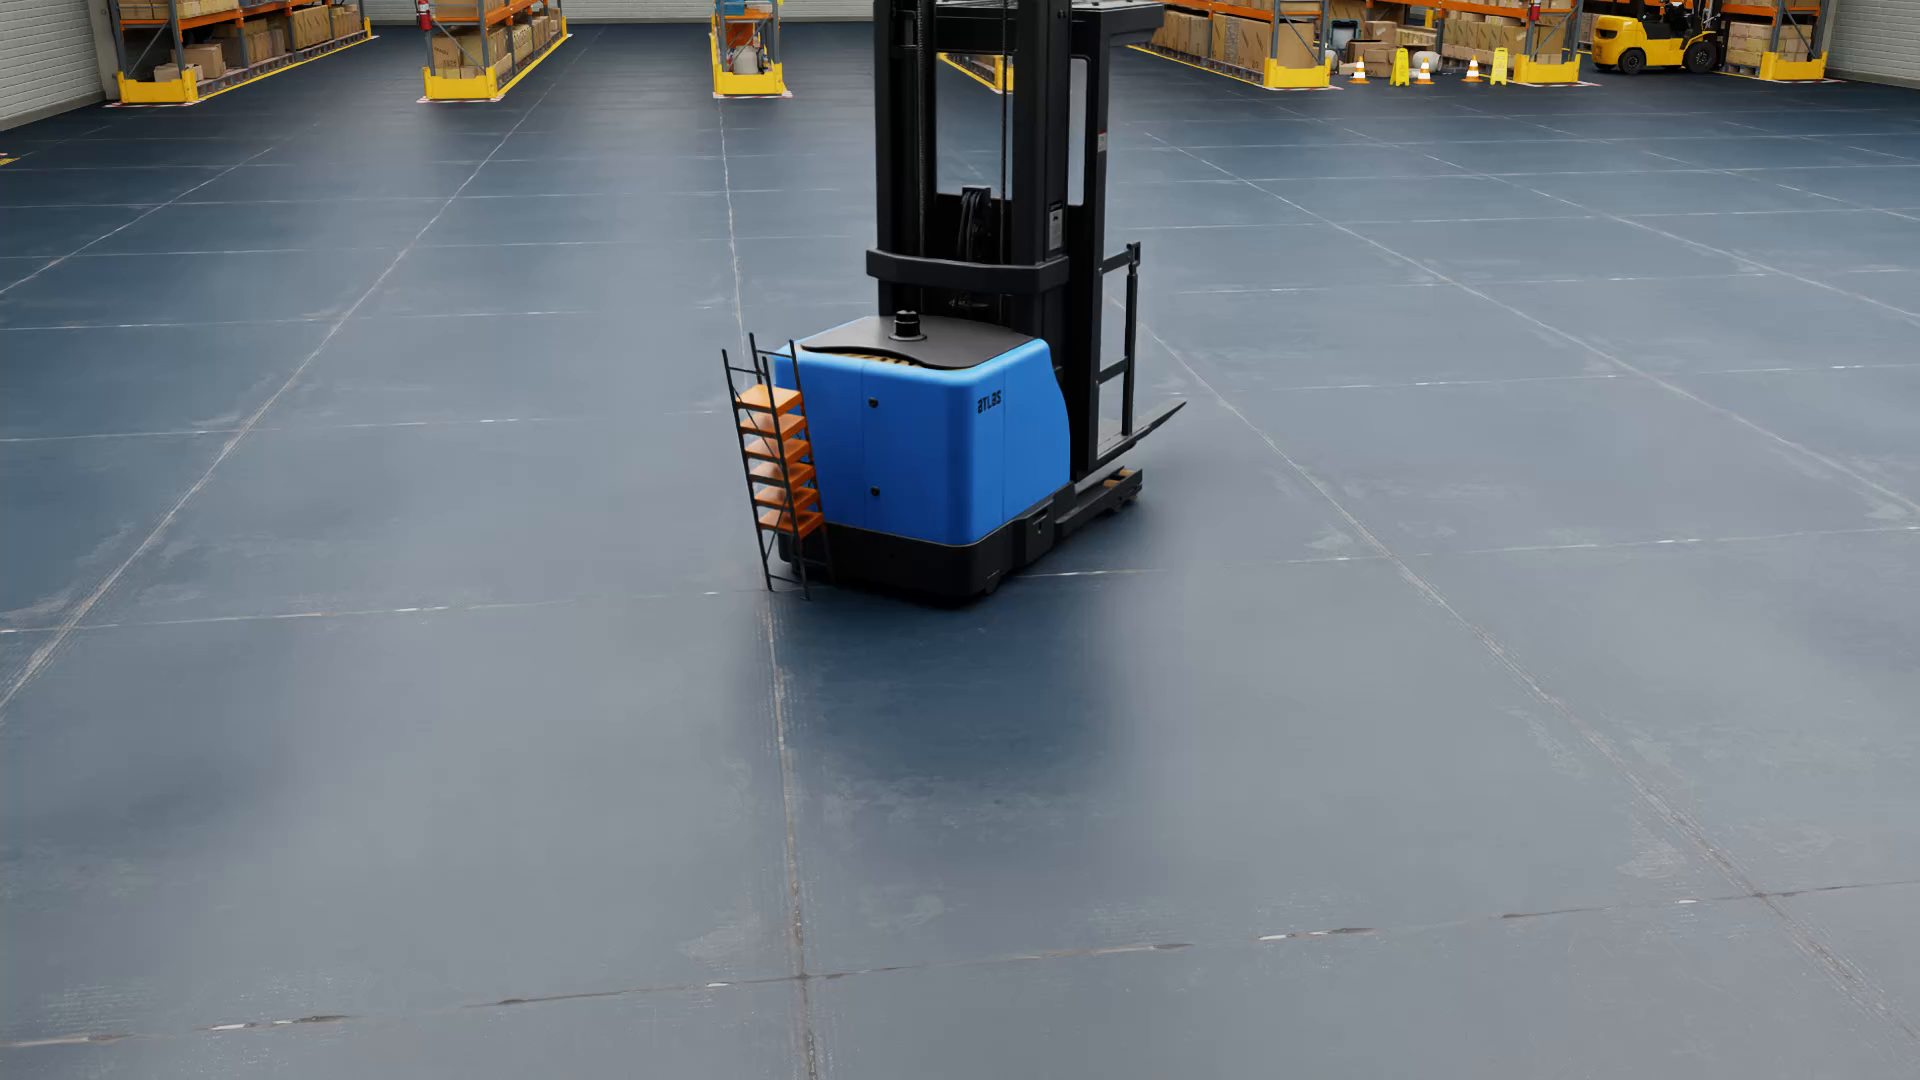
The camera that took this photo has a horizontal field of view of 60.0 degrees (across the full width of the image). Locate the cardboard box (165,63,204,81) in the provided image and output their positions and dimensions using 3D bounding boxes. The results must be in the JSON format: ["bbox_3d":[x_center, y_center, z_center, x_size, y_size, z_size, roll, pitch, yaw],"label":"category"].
[{"bbox_3d":[-13.558,-8.161,28.995,0.500,0.311,0.500,-1,21,-3],"label":"cardboard box"}]

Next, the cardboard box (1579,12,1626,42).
[{"bbox_3d":[14.880,-11.912,38.616,0.875,0.625,0.625,-2,21,-6],"label":"cardboard box"}]

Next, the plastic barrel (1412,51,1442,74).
[{"bbox_3d":[9.250,-9.455,32.925,0.512,0.421,0.421,12,24,30],"label":"plastic barrel"}]

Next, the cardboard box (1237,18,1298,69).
[{"bbox_3d":[5.870,-9.475,31.735,0.875,0.875,0.875,-3,21,-9],"label":"cardboard box"}]

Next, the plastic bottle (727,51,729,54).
[{"bbox_3d":[-4.553,-9.345,32.214,0.152,0.276,0.135,-2,21,-6],"label":"plastic bottle"}]

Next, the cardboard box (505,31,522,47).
[{"bbox_3d":[-9.097,-10.089,33.470,0.500,0.311,0.500,-4,21,-10],"label":"cardboard box"}]

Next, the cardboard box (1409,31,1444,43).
[{"bbox_3d":[10.284,-10.804,36.010,0.950,0.372,0.625,-2,21,-4],"label":"cardboard box"}]

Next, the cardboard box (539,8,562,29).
[{"bbox_3d":[-10.548,-13.423,42.813,0.500,0.500,0.500,-3,21,-8],"label":"cardboard box"}]

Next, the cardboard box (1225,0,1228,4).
[{"bbox_3d":[5.752,-10.877,32.836,0.875,0.550,0.550,-3,21,-8],"label":"cardboard box"}]

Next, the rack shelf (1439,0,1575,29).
[{"bbox_3d":[10.757,-10.378,32.744,1.077,0.370,4.000,-3,21,-8],"label":"rack shelf"}]

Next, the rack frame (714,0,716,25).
[{"bbox_3d":[-5.968,-14.813,43.589,1.000,3.000,0.127,-3,21,-8],"label":"rack frame"}]

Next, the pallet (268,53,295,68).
[{"bbox_3d":[-14.508,-9.966,34.598,1.003,0.211,1.213,-3,21,-8],"label":"pallet"}]

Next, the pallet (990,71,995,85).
[{"bbox_3d":[1.146,-8.526,30.742,1.003,0.211,1.213,-3,21,-8],"label":"pallet"}]

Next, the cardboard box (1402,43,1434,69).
[{"bbox_3d":[9.277,-9.798,33.732,0.500,0.500,0.500,12,24,30],"label":"cardboard box"}]

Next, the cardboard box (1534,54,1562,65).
[{"bbox_3d":[11.203,-9.225,31.957,0.500,0.250,0.500,-3,21,-8],"label":"cardboard box"}]

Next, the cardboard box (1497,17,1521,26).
[{"bbox_3d":[10.553,-9.974,31.966,0.380,0.149,0.250,-2,21,-6],"label":"cardboard box"}]

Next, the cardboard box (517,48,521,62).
[{"bbox_3d":[-9.026,-9.647,33.089,0.500,0.250,0.500,-2,21,-6],"label":"cardboard box"}]

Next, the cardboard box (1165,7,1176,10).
[{"bbox_3d":[4.651,-12.108,38.249,0.500,0.250,0.500,-3,21,-9],"label":"cardboard box"}]

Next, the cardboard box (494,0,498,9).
[{"bbox_3d":[-8.988,-10.121,30.883,0.700,0.500,0.500,-3,21,-8],"label":"cardboard box"}]

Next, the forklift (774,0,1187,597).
[{"bbox_3d":[0.308,-1.591,8.286,1.130,2.935,3.031,11,23,27],"label":"forklift"}]

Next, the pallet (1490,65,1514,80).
[{"bbox_3d":[10.953,-9.026,32.080,1.003,0.211,1.213,-3,21,-8],"label":"pallet"}]

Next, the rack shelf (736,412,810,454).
[{"bbox_3d":[-0.810,-0.475,7.205,0.258,0.103,0.180,13,35,31],"label":"rack shelf"}]

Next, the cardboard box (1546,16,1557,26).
[{"bbox_3d":[14.468,-12.379,40.046,0.500,0.500,0.500,-3,21,-9],"label":"cardboard box"}]

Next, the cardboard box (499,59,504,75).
[{"bbox_3d":[-8.636,-8.649,30.417,0.500,0.250,0.500,-3,21,-8],"label":"cardboard box"}]

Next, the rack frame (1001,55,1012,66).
[{"bbox_3d":[1.239,-9.523,29.426,1.000,3.000,0.127,-3,21,-8],"label":"rack frame"}]

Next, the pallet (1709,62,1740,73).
[{"bbox_3d":[15.633,-9.652,33.757,1.003,0.211,1.213,-3,21,-8],"label":"pallet"}]

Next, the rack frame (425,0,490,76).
[{"bbox_3d":[-8.564,-9.025,28.091,1.000,3.000,0.127,-3,21,-8],"label":"rack frame"}]

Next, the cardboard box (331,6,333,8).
[{"bbox_3d":[-15.603,-13.000,40.780,0.380,0.149,0.250,-3,21,-7],"label":"cardboard box"}]

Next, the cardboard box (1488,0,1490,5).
[{"bbox_3d":[10.579,-10.554,32.545,0.380,0.149,0.250,-3,21,-8],"label":"cardboard box"}]

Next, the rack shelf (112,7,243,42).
[{"bbox_3d":[-13.754,-9.129,29.399,1.077,0.370,4.000,-3,21,-8],"label":"rack shelf"}]

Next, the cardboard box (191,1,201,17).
[{"bbox_3d":[-13.311,-9.077,28.416,0.500,0.250,0.500,-4,21,-9],"label":"cardboard box"}]

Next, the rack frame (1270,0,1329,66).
[{"bbox_3d":[6.162,-9.738,30.002,1.000,3.000,0.127,-3,21,-8],"label":"rack frame"}]

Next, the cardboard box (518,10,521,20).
[{"bbox_3d":[-10.321,-12.040,38.036,0.500,0.250,0.500,-3,21,-8],"label":"cardboard box"}]

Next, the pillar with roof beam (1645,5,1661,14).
[{"bbox_3d":[11.624,-15.231,36.136,9.100,9.000,0.400,-3,21,-8],"label":"pillar with roof beam"}]

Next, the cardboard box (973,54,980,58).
[{"bbox_3d":[0.595,-10.157,34.066,0.700,0.500,0.500,-5,21,-12],"label":"cardboard box"}]

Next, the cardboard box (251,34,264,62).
[{"bbox_3d":[-14.322,-9.802,33.118,0.700,0.500,0.500,-3,21,-7],"label":"cardboard box"}]

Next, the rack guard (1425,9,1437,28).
[{"bbox_3d":[13.662,-14.617,46.637,1.175,0.500,0.348,-3,21,-8],"label":"rack guard"}]

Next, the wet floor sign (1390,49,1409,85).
[{"bbox_3d":[8.126,-8.725,30.654,0.267,0.644,0.232,-7,21,-17],"label":"wet floor sign"}]

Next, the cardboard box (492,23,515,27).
[{"bbox_3d":[-10.084,-11.141,36.703,0.500,0.500,0.500,-2,21,-6],"label":"cardboard box"}]

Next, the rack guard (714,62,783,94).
[{"bbox_3d":[-3.719,-8.126,29.258,1.175,0.500,0.348,-3,21,-8],"label":"rack guard"}]

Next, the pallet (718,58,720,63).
[{"bbox_3d":[-4.390,-9.622,33.676,1.003,0.211,1.213,-3,21,-8],"label":"pallet"}]

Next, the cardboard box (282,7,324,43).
[{"bbox_3d":[-14.842,-11.592,37.437,0.750,0.750,0.750,-2,21,-6],"label":"cardboard box"}]

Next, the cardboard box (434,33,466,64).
[{"bbox_3d":[-9.095,-8.801,29.750,0.500,0.500,0.500,-3,21,-8],"label":"cardboard box"}]

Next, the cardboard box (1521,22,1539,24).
[{"bbox_3d":[11.055,-9.939,32.798,0.500,0.500,0.500,-3,21,-7],"label":"cardboard box"}]

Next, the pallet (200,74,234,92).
[{"bbox_3d":[-13.731,-8.198,29.864,1.003,0.211,1.213,-3,21,-8],"label":"pallet"}]

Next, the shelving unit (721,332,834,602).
[{"bbox_3d":[-0.789,-0.307,7.302,0.258,1.200,0.189,13,35,31],"label":"shelving unit"}]

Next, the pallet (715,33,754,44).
[{"bbox_3d":[-5.536,-12.374,41.045,1.003,0.211,1.213,-3,21,-8],"label":"pallet"}]

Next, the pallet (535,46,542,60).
[{"bbox_3d":[-9.788,-10.748,36.693,1.003,0.211,1.213,-3,21,-8],"label":"pallet"}]

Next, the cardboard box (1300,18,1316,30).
[{"bbox_3d":[9.332,-13.397,42.859,0.875,0.438,0.875,-3,21,-9],"label":"cardboard box"}]

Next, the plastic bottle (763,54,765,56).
[{"bbox_3d":[-3.679,-8.998,31.291,0.097,0.271,0.097,0,20,0],"label":"plastic bottle"}]

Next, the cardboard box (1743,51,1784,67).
[{"bbox_3d":[15.577,-9.330,32.238,0.500,0.250,0.500,-3,21,-7],"label":"cardboard box"}]
